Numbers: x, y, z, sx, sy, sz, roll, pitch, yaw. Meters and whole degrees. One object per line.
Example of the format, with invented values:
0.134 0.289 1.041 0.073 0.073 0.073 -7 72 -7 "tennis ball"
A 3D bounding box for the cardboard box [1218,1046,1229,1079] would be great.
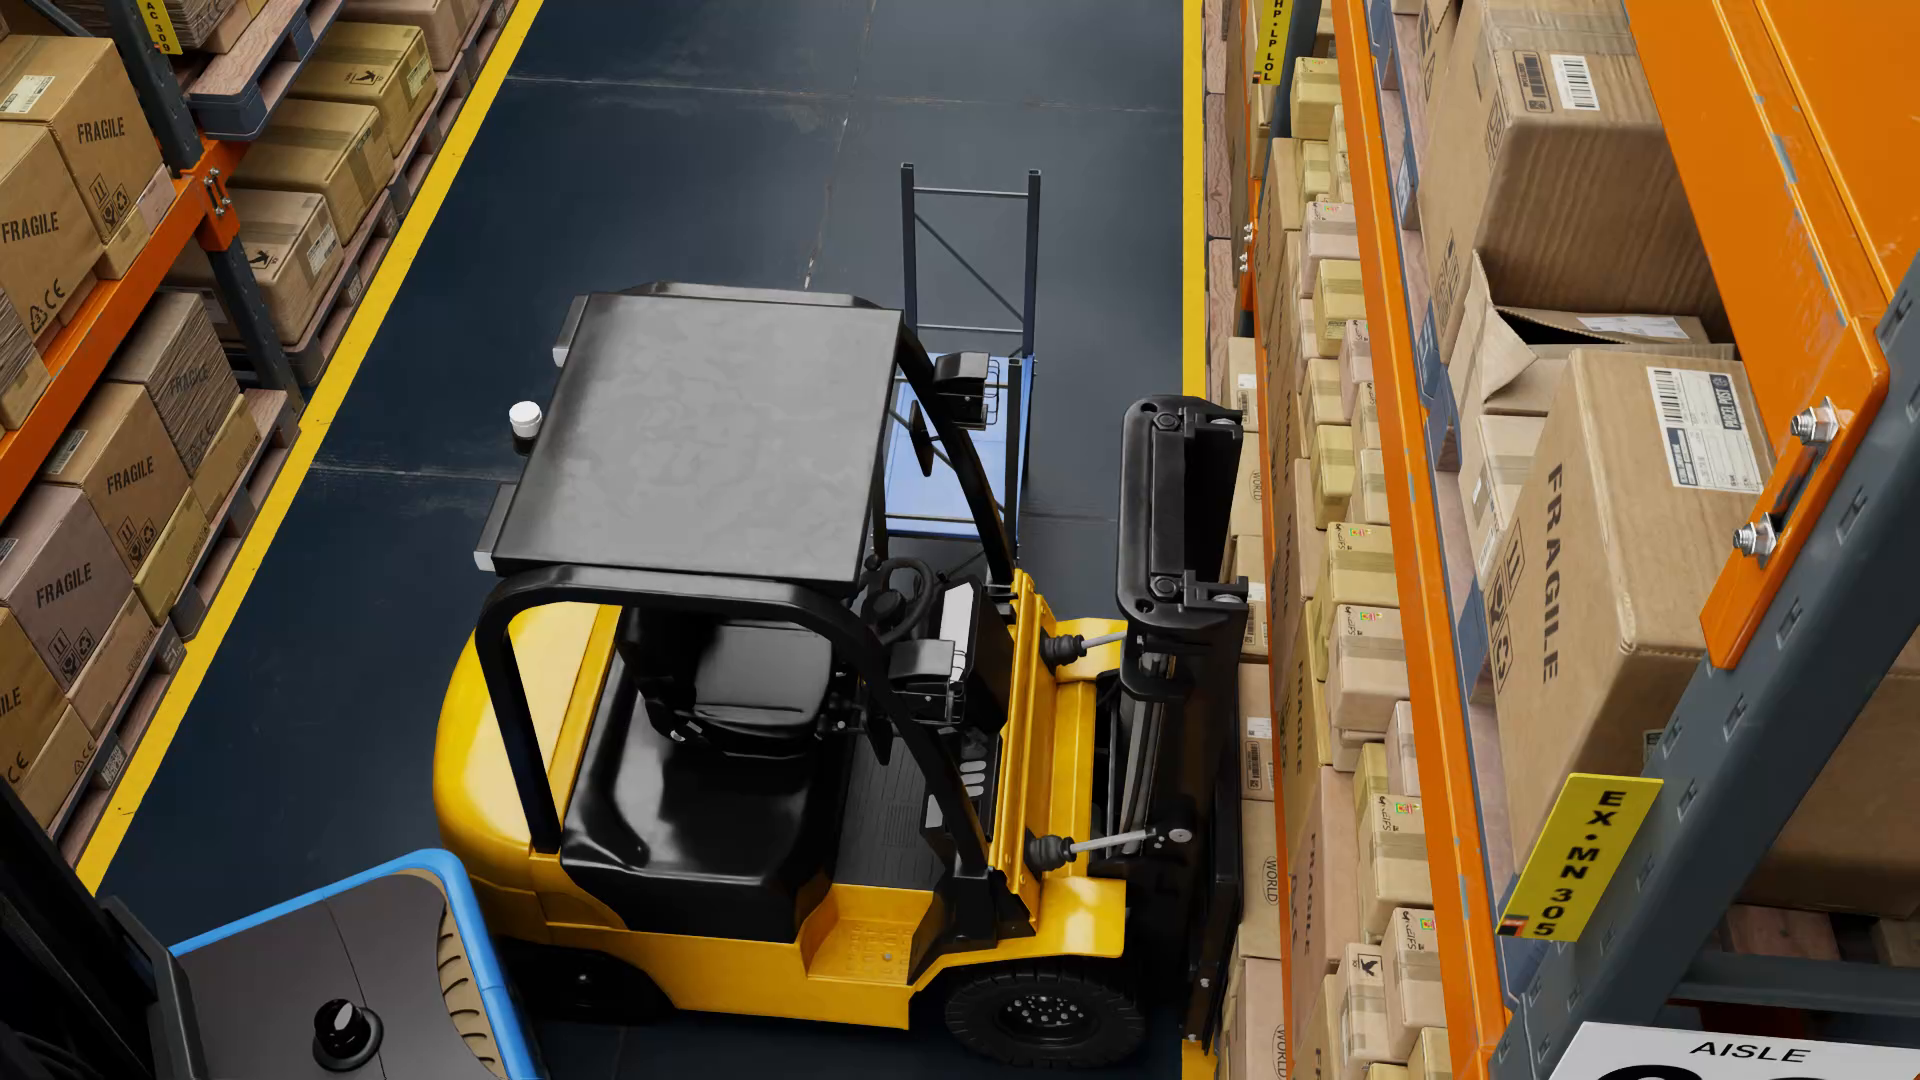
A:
0.995 1.739 4.706 0.500 0.250 0.500 4 48 4 "cardboard box"

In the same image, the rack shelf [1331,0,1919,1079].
1.395 -0.622 3.608 0.919 0.124 3.809 4 48 4 "rack shelf"

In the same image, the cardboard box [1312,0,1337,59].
1.387 -1.774 5.833 0.380 0.149 0.250 5 48 5 "cardboard box"

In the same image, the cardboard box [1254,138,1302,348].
1.277 -0.981 5.547 0.500 0.500 0.500 3 48 2 "cardboard box"

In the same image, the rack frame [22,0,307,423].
-3.366 -1.587 6.168 1.000 3.000 0.127 4 48 4 "rack frame"

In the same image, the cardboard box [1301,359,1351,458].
1.141 -0.353 4.533 0.380 0.149 0.250 2 48 2 "cardboard box"

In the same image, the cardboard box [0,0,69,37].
-3.553 -2.217 6.191 0.500 0.500 0.500 3 48 3 "cardboard box"

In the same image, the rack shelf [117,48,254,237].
-3.184 -2.814 7.778 1.077 0.370 4.000 4 48 4 "rack shelf"

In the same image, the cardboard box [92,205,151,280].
-3.108 -1.061 5.858 0.380 0.149 0.250 5 48 4 "cardboard box"

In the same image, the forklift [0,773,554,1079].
-2.513 1.364 3.517 3.031 2.935 1.130 -20 51 -18 "forklift"

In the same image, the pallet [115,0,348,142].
-3.152 -2.074 6.744 1.003 0.211 1.213 4 48 4 "pallet"

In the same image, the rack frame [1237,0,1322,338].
1.577 -1.256 5.866 1.000 3.000 0.127 4 48 4 "rack frame"

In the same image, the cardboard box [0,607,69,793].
-3.283 0.542 5.292 0.500 0.500 0.500 5 48 4 "cardboard box"

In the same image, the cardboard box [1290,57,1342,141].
1.253 -1.394 5.284 0.380 0.149 0.250 5 48 4 "cardboard box"

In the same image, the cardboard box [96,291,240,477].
-3.153 -0.601 6.337 0.500 0.500 0.500 3 48 3 "cardboard box"

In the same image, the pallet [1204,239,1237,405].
1.605 -0.859 7.392 1.003 0.211 1.213 4 48 4 "pallet"

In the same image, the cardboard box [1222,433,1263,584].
1.164 -0.097 5.707 0.500 0.250 0.500 4 48 4 "cardboard box"

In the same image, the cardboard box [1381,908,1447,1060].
1.027 0.870 3.213 0.380 0.149 0.250 4 48 4 "cardboard box"

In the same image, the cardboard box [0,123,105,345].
-3.199 -0.999 5.361 0.500 0.500 0.500 5 48 5 "cardboard box"

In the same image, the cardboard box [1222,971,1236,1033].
1.028 1.174 4.884 0.500 0.250 0.500 3 48 3 "cardboard box"

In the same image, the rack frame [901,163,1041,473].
0.039 -0.817 6.481 0.500 1.500 0.032 4 48 4 "rack frame"

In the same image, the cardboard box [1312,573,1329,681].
1.058 0.213 4.015 0.380 0.149 0.250 4 48 4 "cardboard box"

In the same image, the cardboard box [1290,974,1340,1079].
0.996 1.271 3.487 0.500 0.500 0.500 3 48 3 "cardboard box"

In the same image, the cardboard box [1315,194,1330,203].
1.268 -0.908 5.040 0.380 0.149 0.250 4 48 3 "cardboard box"

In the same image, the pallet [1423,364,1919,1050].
1.303 0.183 2.577 1.003 0.211 1.213 4 48 4 "pallet"

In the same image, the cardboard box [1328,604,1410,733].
1.034 0.299 3.735 0.380 0.149 0.250 5 48 4 "cardboard box"

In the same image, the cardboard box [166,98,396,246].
-3.259 -1.756 7.819 0.950 0.372 0.625 7 48 6 "cardboard box"

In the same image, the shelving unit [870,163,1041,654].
-0.008 -0.443 6.139 0.538 1.500 1.048 4 48 4 "shelving unit"

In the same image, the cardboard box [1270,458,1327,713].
1.134 0.143 4.518 0.500 0.500 0.500 4 48 4 "cardboard box"

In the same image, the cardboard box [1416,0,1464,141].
1.295 -1.054 3.226 0.797 0.503 0.637 5 48 5 "cardboard box"

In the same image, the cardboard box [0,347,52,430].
-3.181 -0.498 5.343 0.380 0.149 0.250 3 48 3 "cardboard box"

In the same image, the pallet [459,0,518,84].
-3.074 -3.011 9.361 1.003 0.211 1.213 4 48 4 "pallet"

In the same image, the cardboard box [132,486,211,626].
-3.191 0.044 6.256 0.500 0.250 0.500 3 48 2 "cardboard box"

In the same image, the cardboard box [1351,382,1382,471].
1.209 -0.258 4.244 0.380 0.149 0.250 4 48 4 "cardboard box"

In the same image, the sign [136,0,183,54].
-2.825 -1.848 5.821 0.100 0.325 0.005 4 48 4 "sign"

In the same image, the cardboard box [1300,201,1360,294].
1.179 -0.826 4.764 0.380 0.149 0.250 5 48 4 "cardboard box"

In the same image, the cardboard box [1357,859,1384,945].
1.043 0.781 3.495 0.380 0.149 0.250 5 48 4 "cardboard box"

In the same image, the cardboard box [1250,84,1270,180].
1.362 -1.593 6.276 0.500 0.250 0.500 5 48 4 "cardboard box"

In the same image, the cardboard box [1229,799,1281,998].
1.021 1.026 4.680 0.500 0.250 0.500 4 48 4 "cardboard box"

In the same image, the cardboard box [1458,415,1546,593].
0.986 -0.049 2.547 0.380 0.149 0.250 3 48 2 "cardboard box"

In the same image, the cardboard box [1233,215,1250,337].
1.613 -0.980 6.938 0.875 0.625 0.625 6 48 5 "cardboard box"

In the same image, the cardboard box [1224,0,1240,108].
1.819 -2.597 8.417 0.875 0.625 0.625 5 48 5 "cardboard box"
